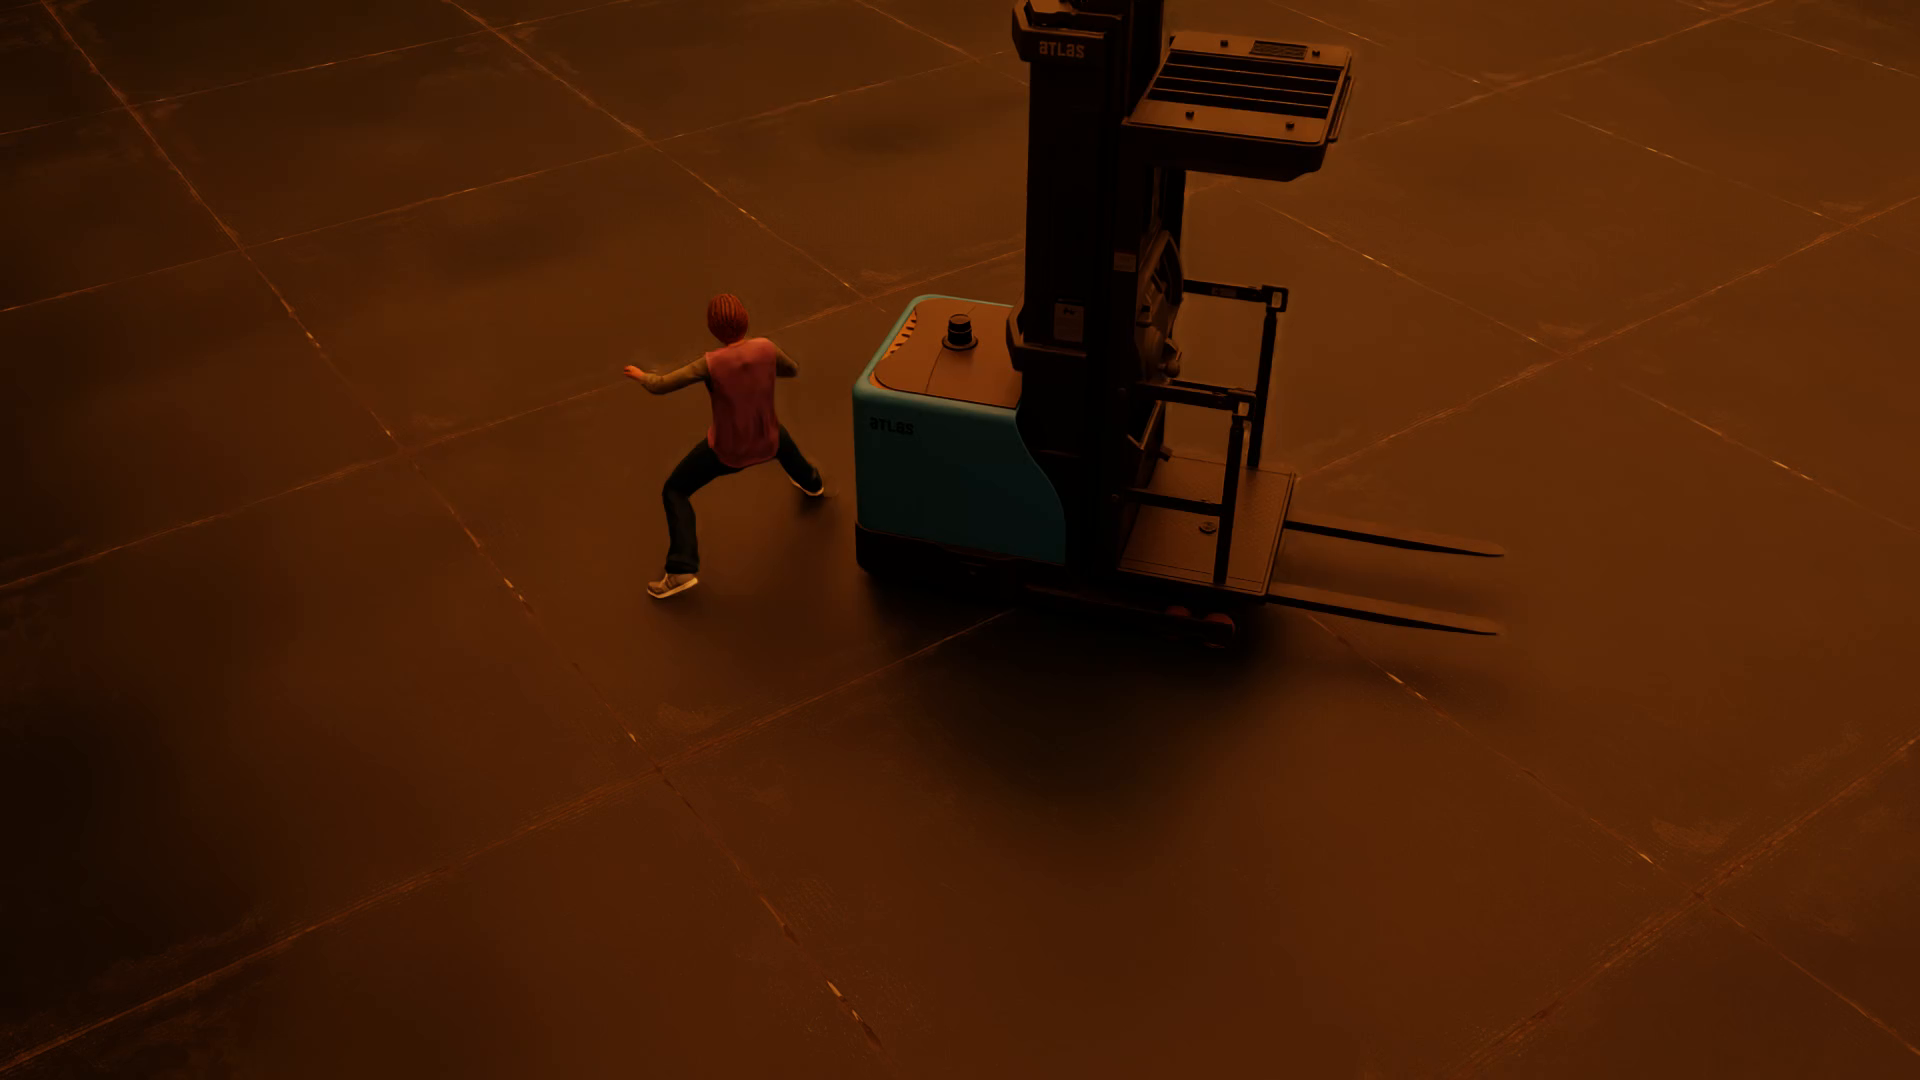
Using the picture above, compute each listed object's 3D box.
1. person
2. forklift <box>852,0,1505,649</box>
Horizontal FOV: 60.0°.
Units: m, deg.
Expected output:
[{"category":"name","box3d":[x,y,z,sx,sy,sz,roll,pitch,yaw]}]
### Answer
[{"category":"person","box3d":[-1.133,-0.561,8.009,1.122,1.392,0.761,-19,40,-23]},{"category":"forklift","box3d":[1.067,-1.028,7.335,3.031,2.935,1.130,10,38,13]}]
